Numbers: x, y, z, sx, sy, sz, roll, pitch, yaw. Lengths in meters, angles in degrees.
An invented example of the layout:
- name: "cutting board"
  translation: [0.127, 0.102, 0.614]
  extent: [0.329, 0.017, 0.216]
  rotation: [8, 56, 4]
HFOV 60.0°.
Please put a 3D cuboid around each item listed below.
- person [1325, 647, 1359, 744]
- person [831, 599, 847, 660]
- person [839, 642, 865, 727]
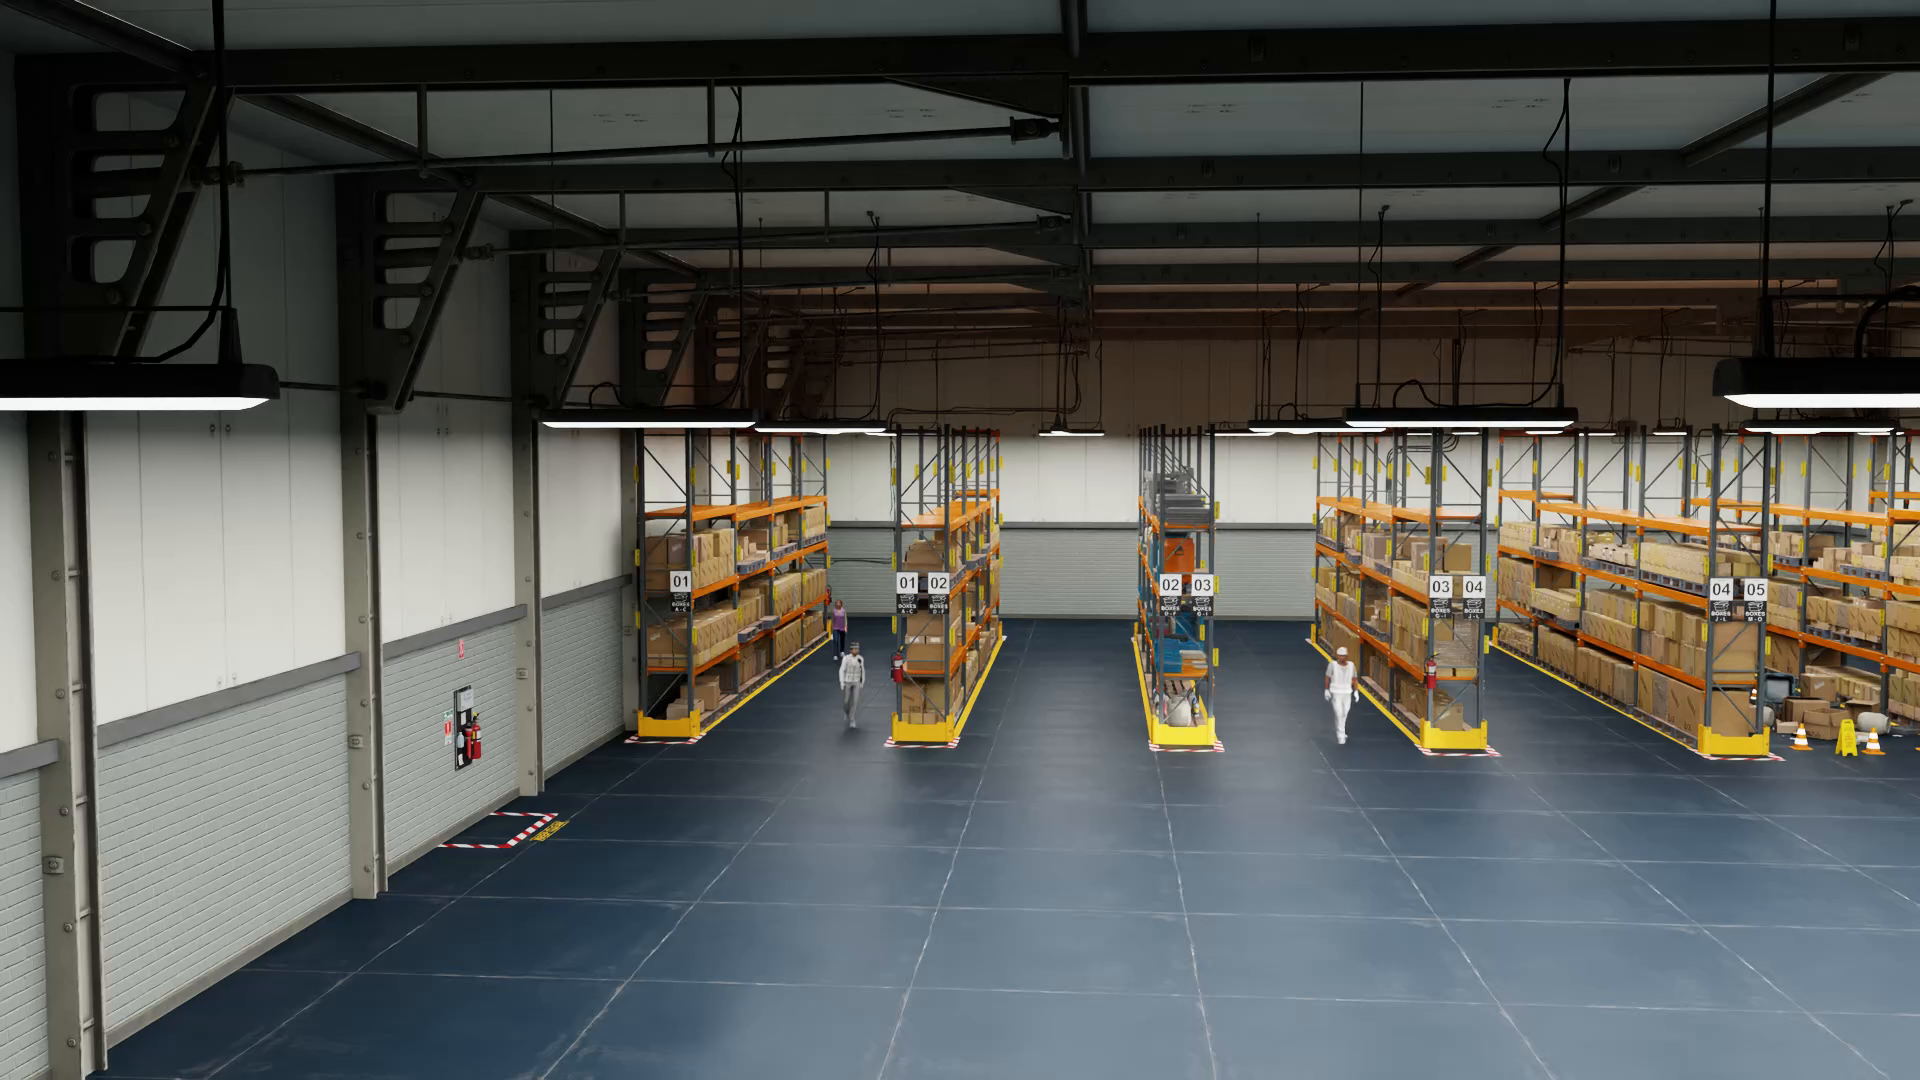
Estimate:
- name: "person"
  translation: [7.235, 2.940, 31.489]
  extent: [0.581, 1.842, 0.690]
  rotation: [0, 4, -8]
- name: "person"
  translation: [-3.135, 2.308, 43.083]
  extent: [0.442, 1.536, 0.972]
  rotation: [0, 3, -1]
- name: "person"
  translation: [-2.156, 2.882, 33.362]
  extent: [0.562, 1.673, 0.743]
  rotation: [-1, 4, -16]
